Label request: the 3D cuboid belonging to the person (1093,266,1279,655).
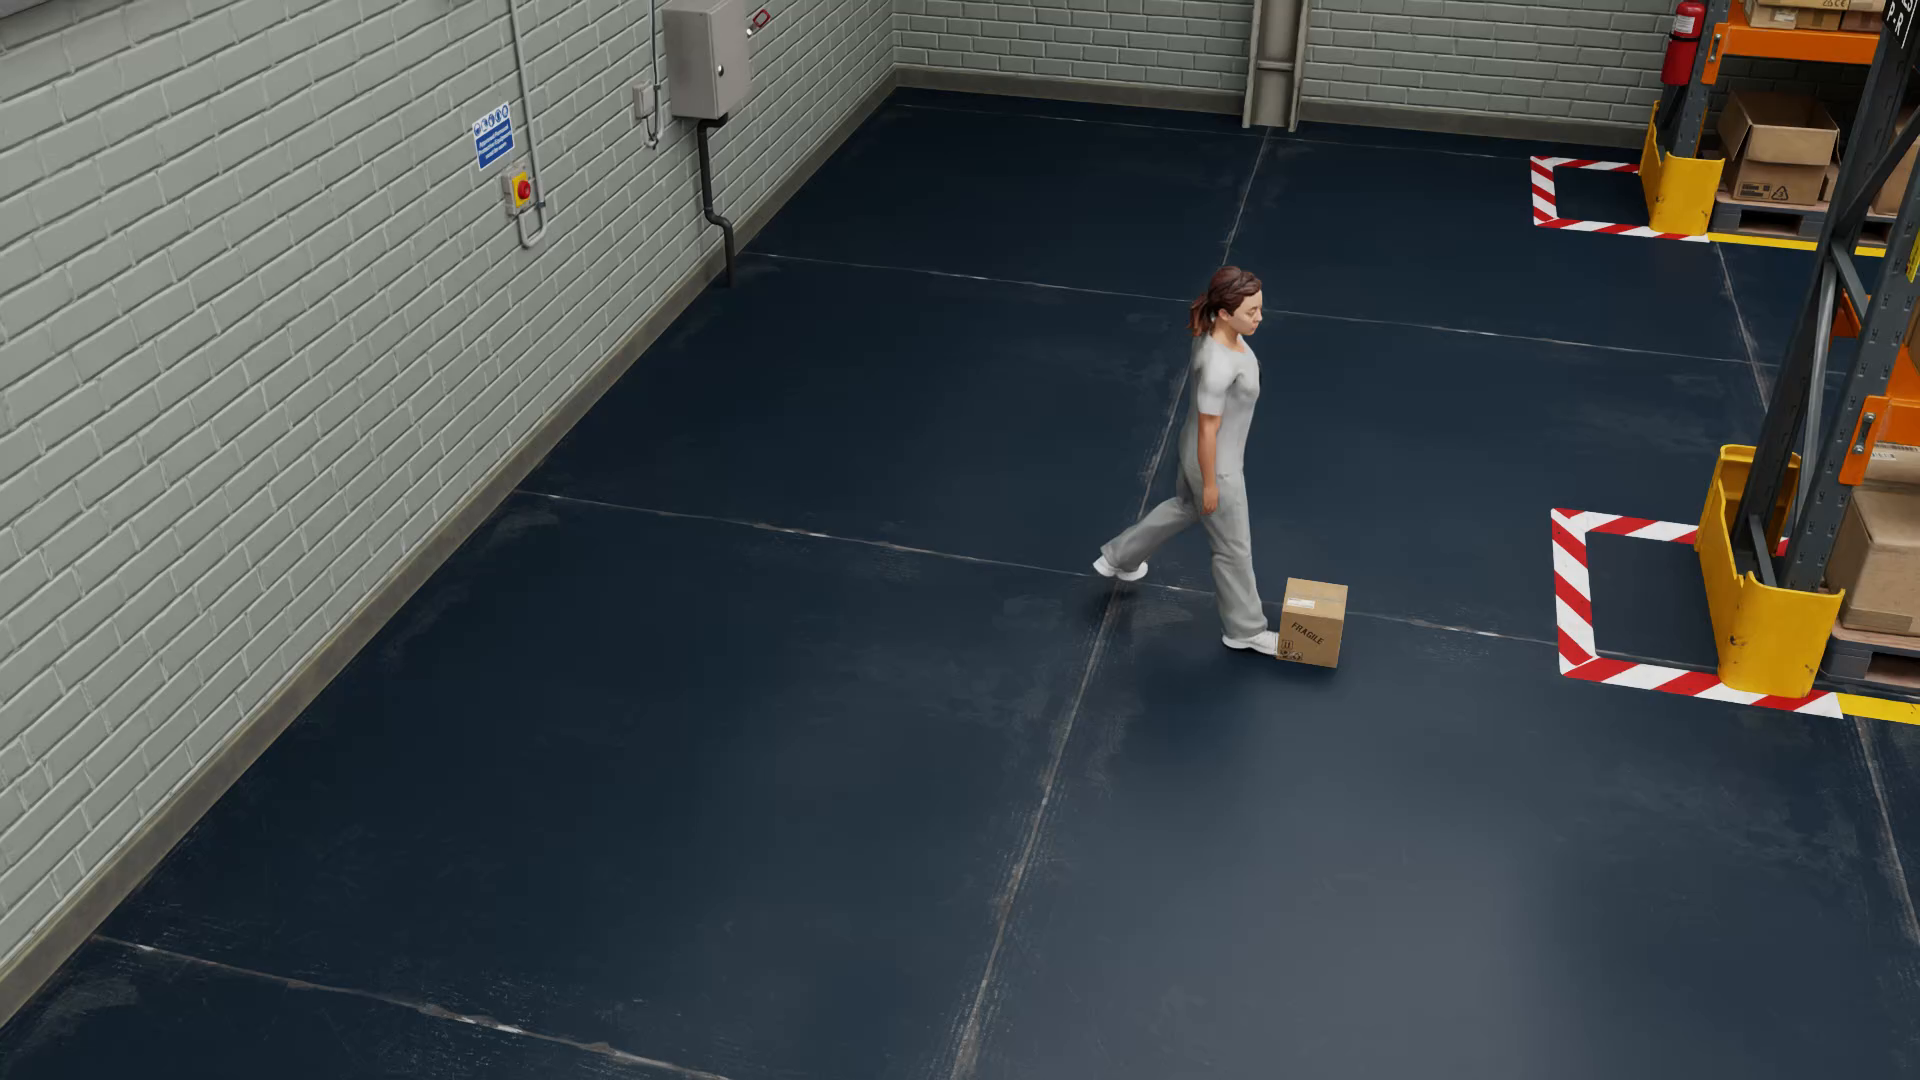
[{"bbox_3d":[0.989,-0.354,6.669,0.858,1.657,0.565,3,33,4],"label":"person"}]
